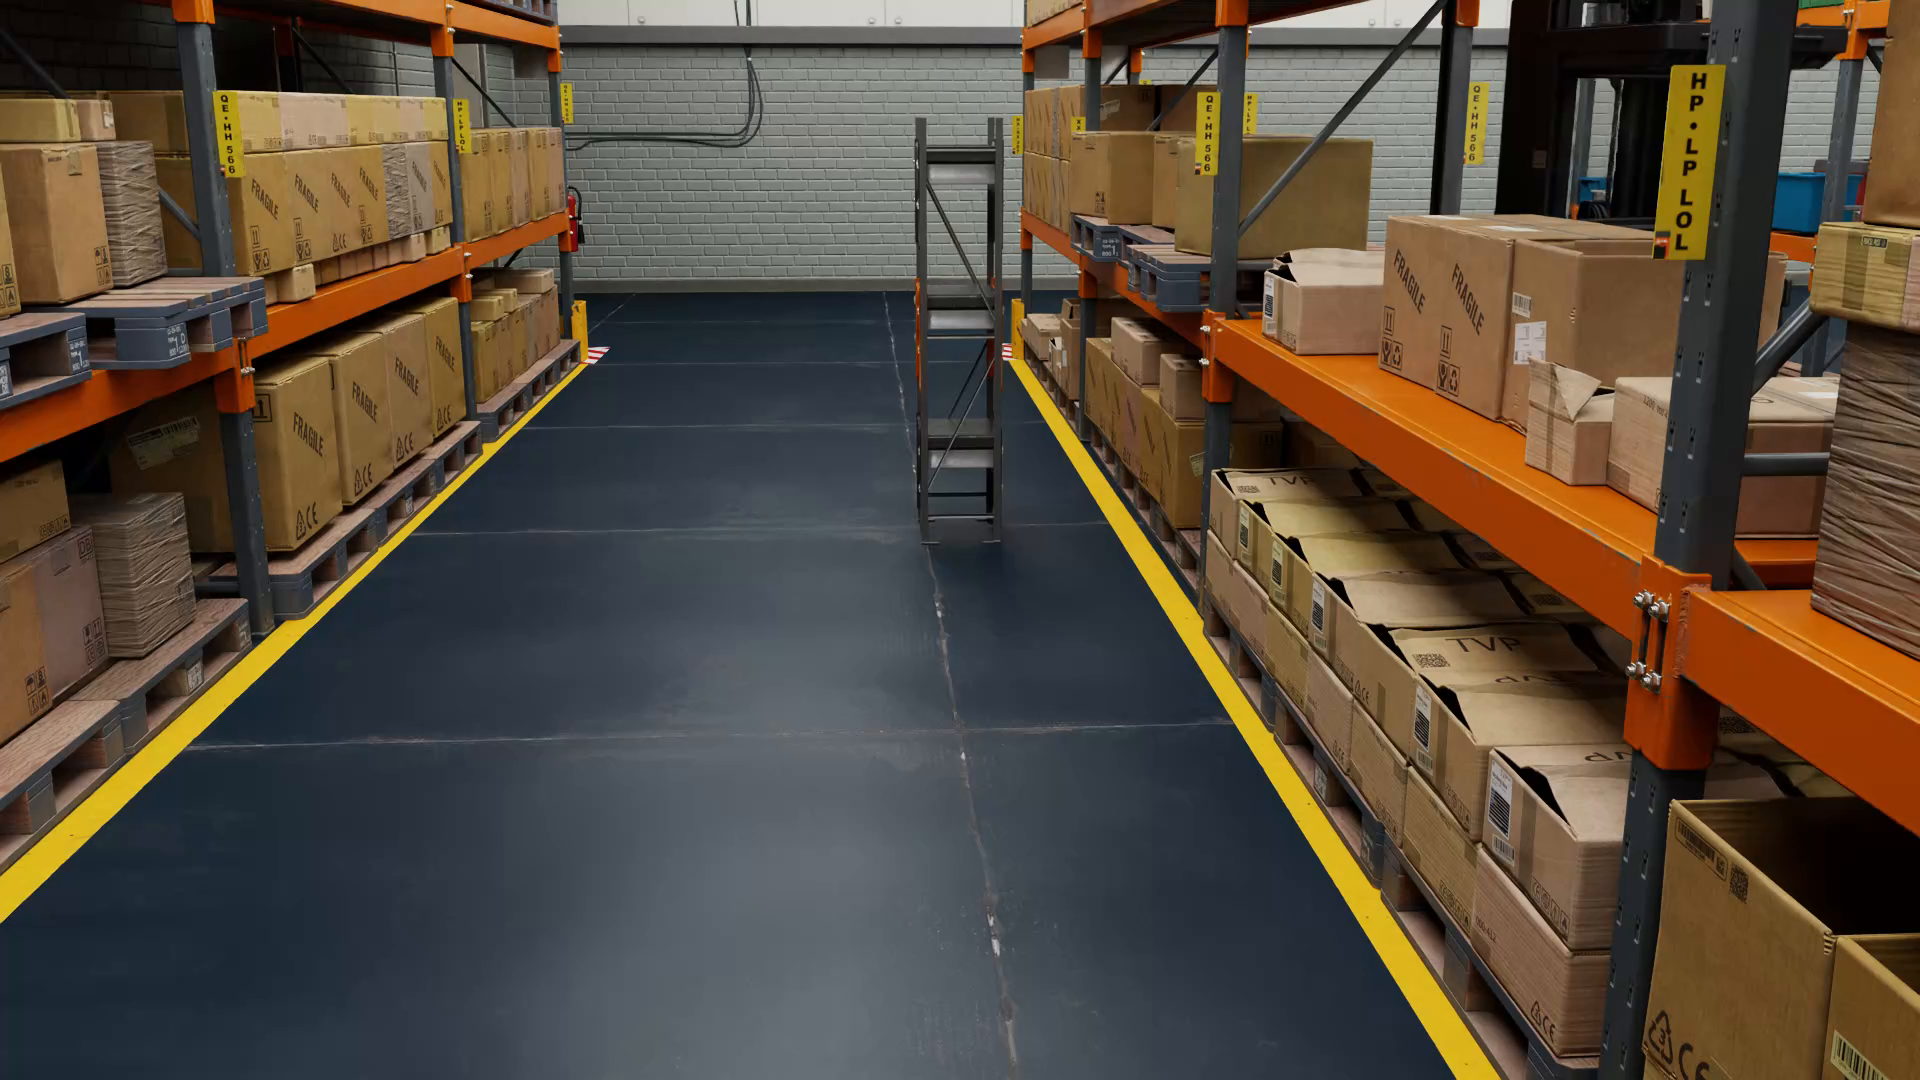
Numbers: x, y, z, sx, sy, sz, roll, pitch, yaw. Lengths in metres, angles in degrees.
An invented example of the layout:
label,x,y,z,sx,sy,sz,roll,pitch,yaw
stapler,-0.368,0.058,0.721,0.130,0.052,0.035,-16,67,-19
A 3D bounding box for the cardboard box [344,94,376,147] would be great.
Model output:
label,x,y,z,sx,sy,sz,roll,pitch,yaw
cardboard box,-3.277,-2.118,8.395,0.500,0.250,0.500,-1,14,-5

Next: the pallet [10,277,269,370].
label,x,y,z,sx,sy,sz,roll,pitch,yaw
pallet,-3.249,-0.782,5.932,1.213,0.211,1.003,-1,14,-3

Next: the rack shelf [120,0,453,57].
label,x,y,z,sx,sy,sz,roll,pitch,yaw
rack shelf,-3.523,-2.652,8.240,1.077,0.370,4.000,-1,14,-3

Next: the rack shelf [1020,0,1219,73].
label,x,y,z,sx,sy,sz,roll,pitch,yaw
rack shelf,1.173,-3.725,12.407,1.077,0.370,4.000,-1,14,-3

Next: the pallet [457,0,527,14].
label,x,y,z,sx,sy,sz,roll,pitch,yaw
pallet,-3.760,-3.962,12.062,1.003,0.211,1.213,-1,14,-3

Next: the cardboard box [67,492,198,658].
label,x,y,z,sx,sy,sz,roll,pitch,yaw
cardboard box,-3.303,0.125,6.154,0.700,0.500,0.500,-1,14,-3

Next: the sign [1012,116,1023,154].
label,x,y,z,sx,sy,sz,roll,pitch,yaw
sign,0.507,-3.529,14.484,0.100,0.325,0.005,-1,14,-3

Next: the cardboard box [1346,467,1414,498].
label,x,y,z,sx,sy,sz,roll,pitch,yaw
cardboard box,1.823,-0.145,6.620,0.500,0.311,0.500,-1,14,-2

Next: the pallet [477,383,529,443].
label,x,y,z,sx,sy,sz,roll,pitch,yaw
pallet,-3.616,-0.885,11.544,1.003,0.211,1.213,-1,14,-3

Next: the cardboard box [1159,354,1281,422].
label,x,y,z,sx,sy,sz,roll,pitch,yaw
cardboard box,1.244,-0.737,7.999,0.500,0.250,0.500,0,14,-1

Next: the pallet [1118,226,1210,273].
label,x,y,z,sx,sy,sz,roll,pitch,yaw
pallet,1.419,-1.519,8.795,1.003,0.211,1.213,-1,14,-3

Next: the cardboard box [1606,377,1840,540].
label,x,y,z,sx,sy,sz,roll,pitch,yaw
cardboard box,1.718,-0.183,3.517,0.500,0.250,0.500,0,14,0

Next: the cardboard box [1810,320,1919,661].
label,x,y,z,sx,sy,sz,roll,pitch,yaw
cardboard box,1.826,-0.072,2.584,0.700,0.500,0.500,-1,14,-5

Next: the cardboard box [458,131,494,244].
label,x,y,z,sx,sy,sz,roll,pitch,yaw
cardboard box,-3.665,-2.326,10.945,0.980,0.700,0.700,-1,14,-3

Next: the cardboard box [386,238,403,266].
label,x,y,z,sx,sy,sz,roll,pitch,yaw
cardboard box,-3.310,-1.600,9.188,0.380,0.149,0.250,-1,14,-3

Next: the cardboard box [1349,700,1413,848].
label,x,y,z,sx,sy,sz,roll,pitch,yaw
cardboard box,1.416,0.643,4.682,0.500,0.250,0.500,-1,14,-2

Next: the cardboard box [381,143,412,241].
label,x,y,z,sx,sy,sz,roll,pitch,yaw
cardboard box,-3.303,-1.885,8.995,0.500,0.500,0.500,-1,14,-3

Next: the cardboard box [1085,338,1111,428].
label,x,y,z,sx,sy,sz,roll,pitch,yaw
cardboard box,1.083,-1.001,10.532,0.500,0.500,0.500,-2,15,-6

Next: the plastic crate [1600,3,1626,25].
label,x,y,z,sx,sy,sz,roll,pitch,yaw
plastic crate,5.739,-4.483,14.171,0.497,0.269,0.590,-1,14,-3

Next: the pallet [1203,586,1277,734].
label,x,y,z,sx,sy,sz,roll,pitch,yaw
pallet,1.556,0.428,6.441,1.003,0.211,1.213,-1,14,-3

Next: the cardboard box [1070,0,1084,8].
label,x,y,z,sx,sy,sz,roll,pitch,yaw
cardboard box,1.001,-3.620,10.857,0.500,0.250,0.500,-1,14,-3

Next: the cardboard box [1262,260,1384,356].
label,x,y,z,sx,sy,sz,roll,pitch,yaw
cardboard box,1.407,-0.860,6.026,0.500,0.311,0.500,-1,14,-4

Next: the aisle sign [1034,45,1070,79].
label,x,y,z,sx,sy,sz,roll,pitch,yaw
aisle sign,0.751,-4.389,14.349,0.394,0.787,0.004,-1,14,-3

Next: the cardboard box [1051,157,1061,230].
label,x,y,z,sx,sy,sz,roll,pitch,yaw
cardboard box,0.942,-2.548,12.208,0.500,0.500,0.500,-1,14,-2

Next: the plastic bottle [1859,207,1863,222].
label,x,y,z,sx,sy,sz,roll,pitch,yaw
plastic bottle,5.838,-2.044,10.686,0.061,0.283,0.133,-1,14,-3

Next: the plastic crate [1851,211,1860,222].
label,x,y,z,sx,sy,sz,roll,pitch,yaw
plastic crate,6.354,-2.218,11.535,0.396,0.136,0.243,-1,14,-3

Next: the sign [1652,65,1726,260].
label,x,y,z,sx,sy,sz,roll,pitch,yaw
sign,1.251,-0.645,2.849,0.100,0.325,0.005,-1,14,-3

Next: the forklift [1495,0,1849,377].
label,x,y,z,sx,sy,sz,roll,pitch,yaw
forklift,3.336,-1.360,7.929,1.130,2.935,3.031,-6,15,-21

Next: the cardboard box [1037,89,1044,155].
label,x,y,z,sx,sy,sz,roll,pitch,yaw
cardboard box,0.879,-3.282,13.054,0.500,0.500,0.500,-1,14,-3

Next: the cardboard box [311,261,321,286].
label,x,y,z,sx,sy,sz,roll,pitch,yaw
cardboard box,-3.291,-1.280,7.944,0.380,0.149,0.250,-1,14,-2

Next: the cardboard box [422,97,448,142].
label,x,y,z,sx,sy,sz,roll,pitch,yaw
cardboard box,-3.363,-2.499,9.875,0.500,0.250,0.500,-1,14,-2

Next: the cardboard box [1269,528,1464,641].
label,x,y,z,sx,sy,sz,roll,pitch,yaw
cardboard box,1.354,0.121,5.588,0.500,0.311,0.500,-1,14,-5

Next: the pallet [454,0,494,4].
label,x,y,z,sx,sy,sz,roll,pitch,yaw
pallet,-3.688,-3.659,10.886,1.003,0.211,1.213,-1,14,-3

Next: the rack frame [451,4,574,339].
label,x,y,z,sx,sy,sz,roll,pitch,yaw
rack frame,-3.895,-3.040,14.323,1.000,3.000,0.127,-1,14,-3

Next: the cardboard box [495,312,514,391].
label,x,y,z,sx,sy,sz,roll,pitch,yaw
cardboard box,-3.619,-1.351,11.931,0.700,0.500,0.500,-1,14,-4

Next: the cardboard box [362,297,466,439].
label,x,y,z,sx,sy,sz,roll,pitch,yaw
cardboard box,-3.477,-1.048,10.052,0.750,0.750,0.750,-1,14,-3

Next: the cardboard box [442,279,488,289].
label,x,y,z,sx,sy,sz,roll,pitch,yaw
cardboard box,-3.896,-1.951,12.962,0.380,0.149,0.250,-1,14,-3

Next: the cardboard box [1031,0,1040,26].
label,x,y,z,sx,sy,sz,roll,pitch,yaw
cardboard box,0.845,-4.242,13.273,0.500,0.250,0.500,-1,14,-3

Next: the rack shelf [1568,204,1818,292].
label,x,y,z,sx,sy,sz,roll,pitch,yaw
rack shelf,6.117,-2.348,13.074,1.077,0.370,4.000,-1,14,-3

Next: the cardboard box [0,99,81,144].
label,x,y,z,sx,sy,sz,roll,pitch,yaw
cardboard box,-3.314,-1.461,5.801,0.380,0.149,0.250,-3,15,-13

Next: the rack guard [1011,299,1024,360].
label,x,y,z,sx,sy,sz,roll,pitch,yaw
rack guard,1.053,-1.888,14.862,1.175,0.500,0.348,-1,14,-3

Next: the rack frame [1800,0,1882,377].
label,x,y,z,sx,sy,sz,roll,pitch,yaw
rack frame,6.241,-2.199,11.051,1.000,3.000,0.127,-1,14,-3

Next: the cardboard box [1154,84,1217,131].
label,x,y,z,sx,sy,sz,roll,pitch,yaw
cardboard box,1.548,-2.777,11.093,0.500,0.500,0.500,-1,14,-2

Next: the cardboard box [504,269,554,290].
label,x,y,z,sx,sy,sz,roll,pitch,yaw
cardboard box,-3.562,-2.146,13.718,0.380,0.149,0.250,-1,14,-4

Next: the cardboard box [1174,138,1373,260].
label,x,y,z,sx,sy,sz,roll,pitch,yaw
cardboard box,1.393,-1.535,7.429,0.700,0.500,0.500,-6,16,-22

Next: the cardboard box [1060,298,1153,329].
label,x,y,z,sx,sy,sz,roll,pitch,yaw
cardboard box,1.175,-1.594,12.830,0.797,0.503,0.637,-1,14,-3

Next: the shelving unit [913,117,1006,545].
label,x,y,z,sx,sy,sz,roll,pitch,yaw
shelving unit,-0.010,-1.058,8.425,0.431,2.100,0.503,-1,14,-3

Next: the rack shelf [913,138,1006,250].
label,x,y,z,sx,sy,sz,roll,pitch,yaw
rack shelf,-0.010,-1.723,8.254,0.431,0.518,0.480,-1,14,-3

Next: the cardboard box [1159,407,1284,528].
label,x,y,z,sx,sy,sz,roll,pitch,yaw
cardboard box,1.252,-0.360,8.038,0.500,0.500,0.500,0,14,-1

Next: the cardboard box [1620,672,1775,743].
label,x,y,z,sx,sy,sz,roll,pitch,yaw
cardboard box,1.989,0.492,4.144,0.500,0.311,0.500,-1,14,-4
